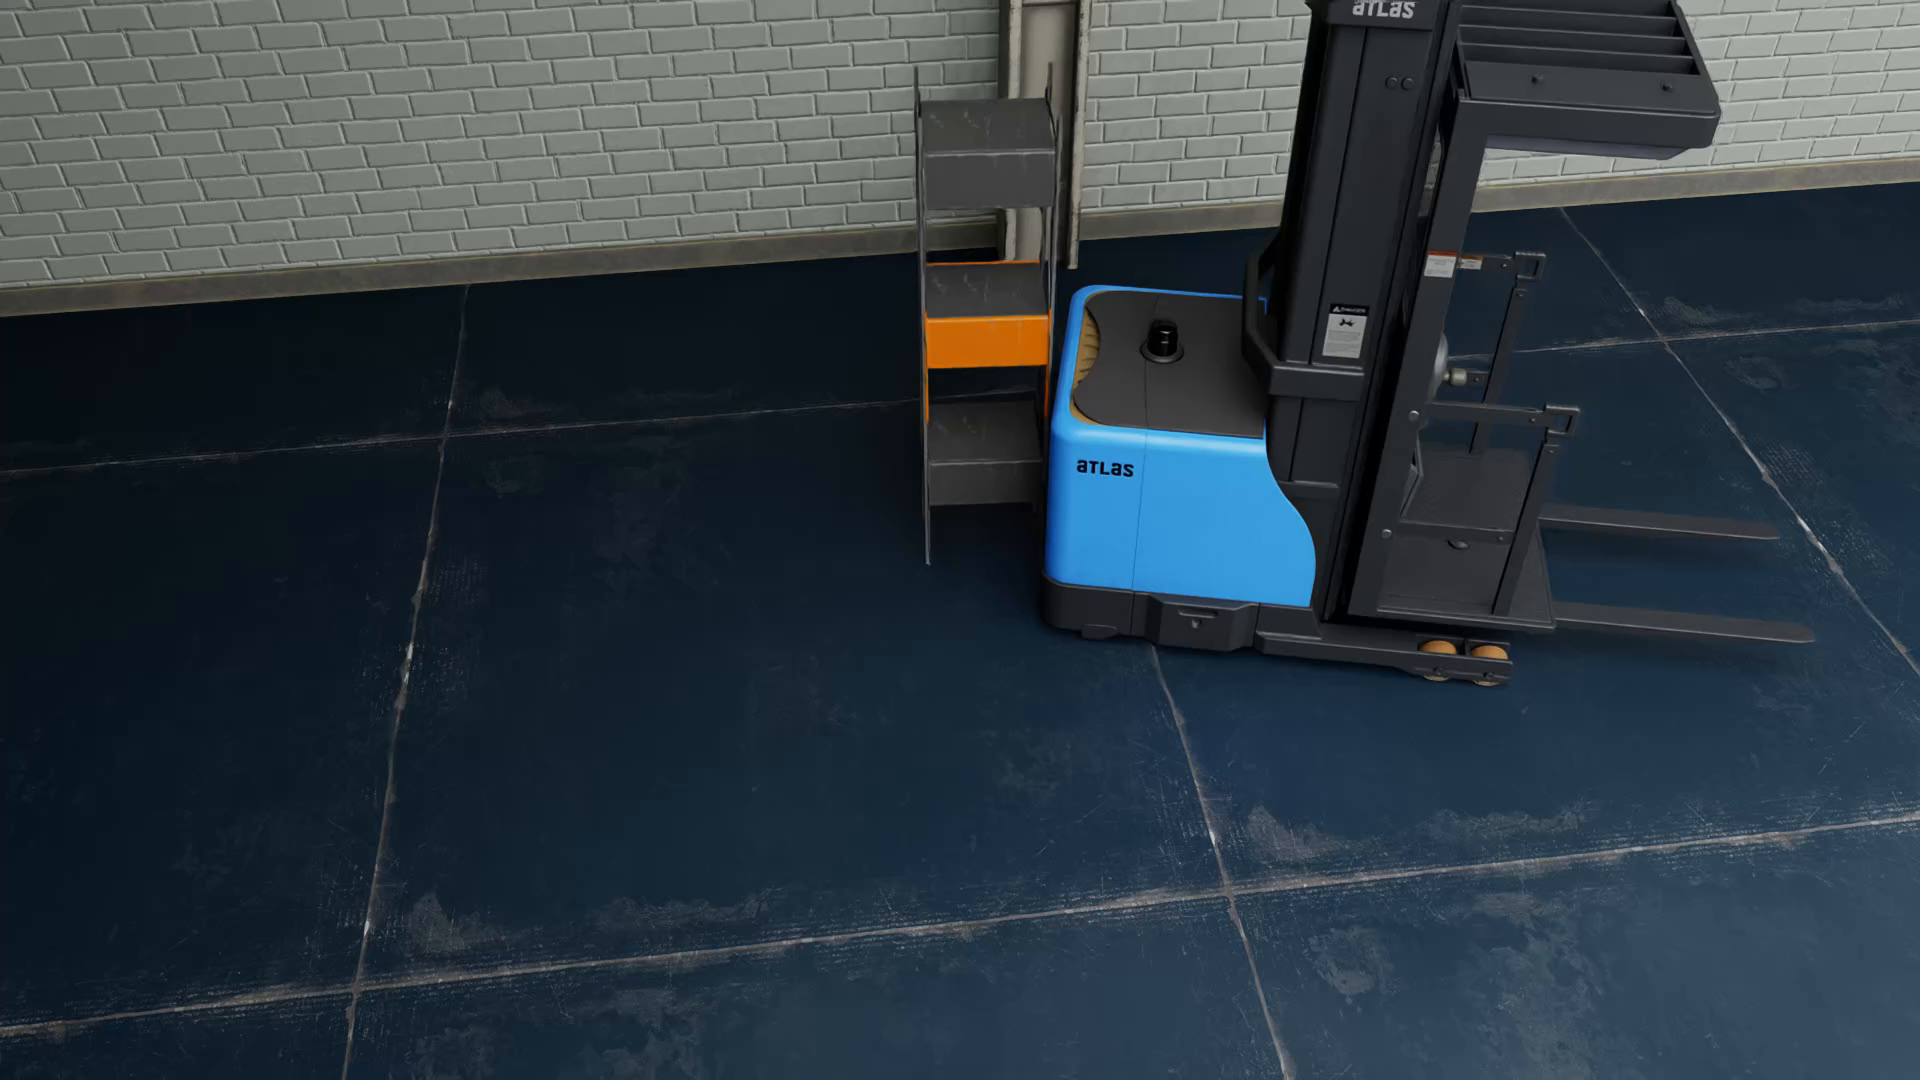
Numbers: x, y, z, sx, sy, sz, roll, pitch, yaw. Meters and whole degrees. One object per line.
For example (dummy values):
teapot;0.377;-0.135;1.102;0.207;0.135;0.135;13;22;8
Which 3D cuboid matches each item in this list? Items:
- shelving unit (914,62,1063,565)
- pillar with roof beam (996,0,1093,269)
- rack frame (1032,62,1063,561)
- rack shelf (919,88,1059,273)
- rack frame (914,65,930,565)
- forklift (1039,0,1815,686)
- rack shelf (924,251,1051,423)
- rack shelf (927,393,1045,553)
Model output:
shelving unit;0.094;-0.814;6.584;0.503;2.100;0.431;-2;42;-2
pillar with roof beam;0.968;-2.013;2.763;0.400;9.000;9.100;-5;42;-6
rack frame;0.338;-0.823;6.594;0.015;2.100;0.400;-2;42;-2
rack shelf;0.094;-1.323;6.125;0.480;0.518;0.431;-2;42;-2
rack frame;-0.149;-0.805;6.574;0.015;2.100;0.400;-2;42;-2
forklift;1.883;-0.892;6.050;3.031;2.935;1.130;5;42;6
rack shelf;0.094;-0.804;6.594;0.480;0.518;0.431;-2;42;-2
rack shelf;0.094;-0.284;7.062;0.480;0.518;0.431;-2;42;-2
